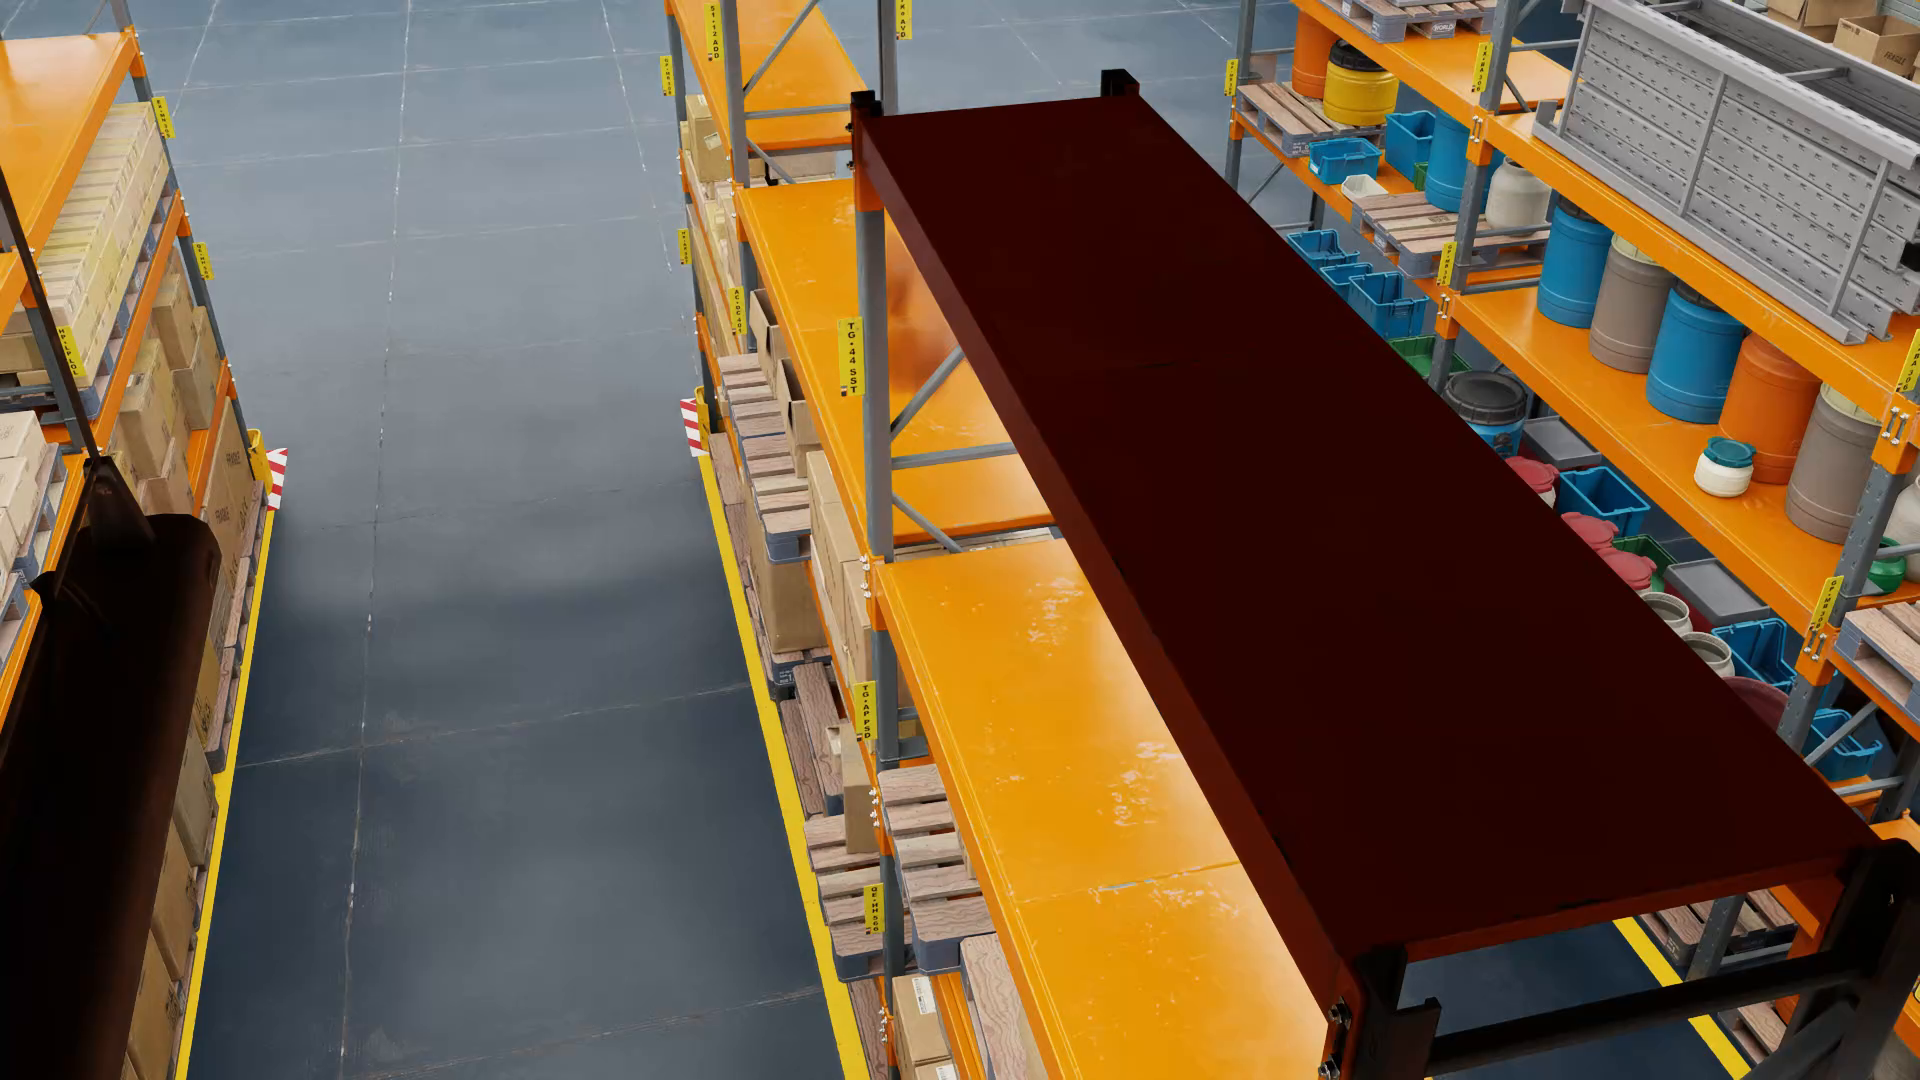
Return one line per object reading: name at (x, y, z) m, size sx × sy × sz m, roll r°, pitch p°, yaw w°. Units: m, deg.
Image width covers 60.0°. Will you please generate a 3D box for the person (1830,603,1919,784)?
person at (6.291, 0.882, 11.186) m, size 0.715 × 1.756 × 1.000 m, roll -13°, pitch 37°, yaw -18°
